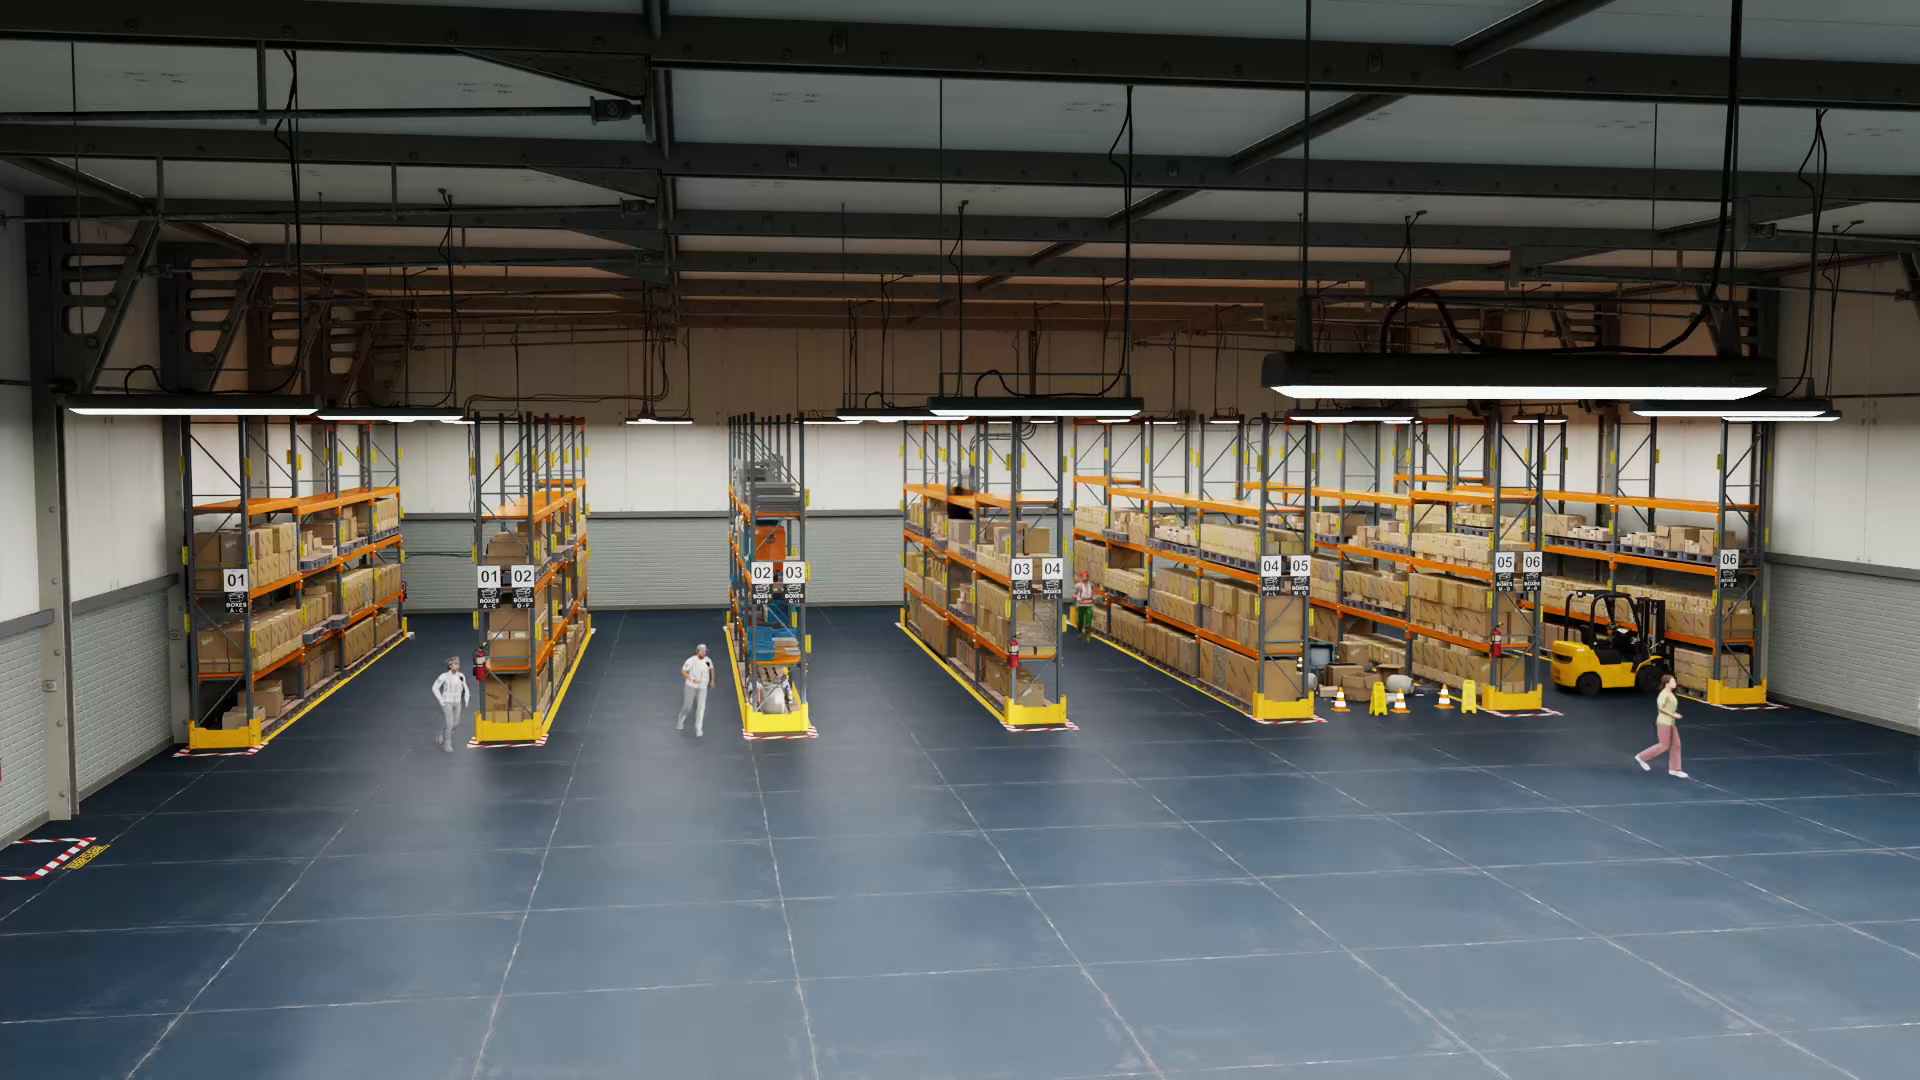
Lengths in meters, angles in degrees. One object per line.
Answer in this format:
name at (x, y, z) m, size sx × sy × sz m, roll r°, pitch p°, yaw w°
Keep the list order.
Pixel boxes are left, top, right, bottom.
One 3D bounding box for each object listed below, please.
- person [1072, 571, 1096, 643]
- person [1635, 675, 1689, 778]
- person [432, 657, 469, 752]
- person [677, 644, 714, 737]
person at (3.176, 1.686, 42.231) m, size 0.656 × 1.797 × 0.885 m, roll -1°, pitch 4°, yaw -12°
person at (11.562, 3.036, 27.322) m, size 0.818 × 1.676 × 0.599 m, roll 3°, pitch 5°, yaw 35°
person at (-9.048, 2.901, 29.578) m, size 0.530 × 1.659 × 0.672 m, roll 4°, pitch 5°, yaw 45°
person at (-4.900, 2.780, 31.135) m, size 0.696 × 1.676 × 0.859 m, roll -2°, pitch 4°, yaw -25°
